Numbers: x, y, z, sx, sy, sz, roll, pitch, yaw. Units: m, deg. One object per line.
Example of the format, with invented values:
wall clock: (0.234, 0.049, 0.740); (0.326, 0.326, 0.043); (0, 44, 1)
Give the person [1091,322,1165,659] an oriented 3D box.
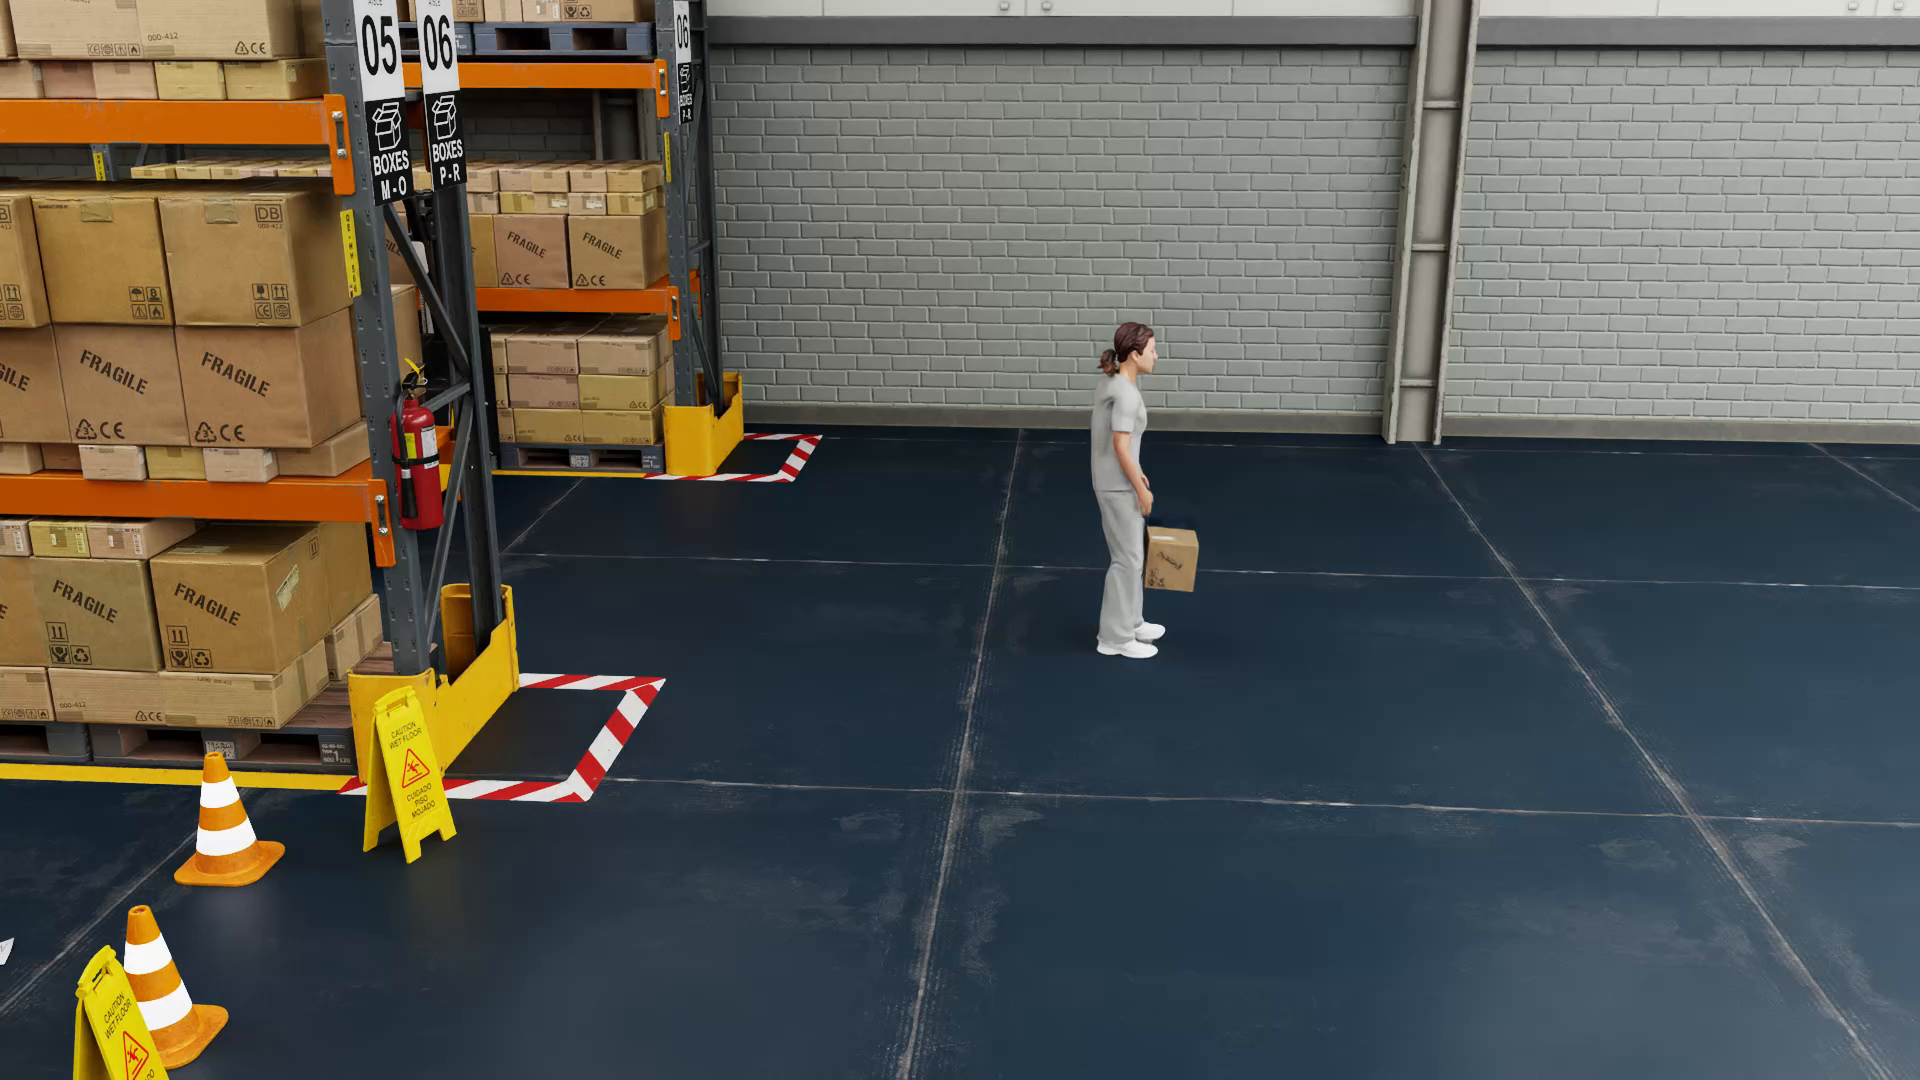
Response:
person: (0.861, -0.264, 8.381); (0.415, 1.675, 0.476); (1, 18, 2)
